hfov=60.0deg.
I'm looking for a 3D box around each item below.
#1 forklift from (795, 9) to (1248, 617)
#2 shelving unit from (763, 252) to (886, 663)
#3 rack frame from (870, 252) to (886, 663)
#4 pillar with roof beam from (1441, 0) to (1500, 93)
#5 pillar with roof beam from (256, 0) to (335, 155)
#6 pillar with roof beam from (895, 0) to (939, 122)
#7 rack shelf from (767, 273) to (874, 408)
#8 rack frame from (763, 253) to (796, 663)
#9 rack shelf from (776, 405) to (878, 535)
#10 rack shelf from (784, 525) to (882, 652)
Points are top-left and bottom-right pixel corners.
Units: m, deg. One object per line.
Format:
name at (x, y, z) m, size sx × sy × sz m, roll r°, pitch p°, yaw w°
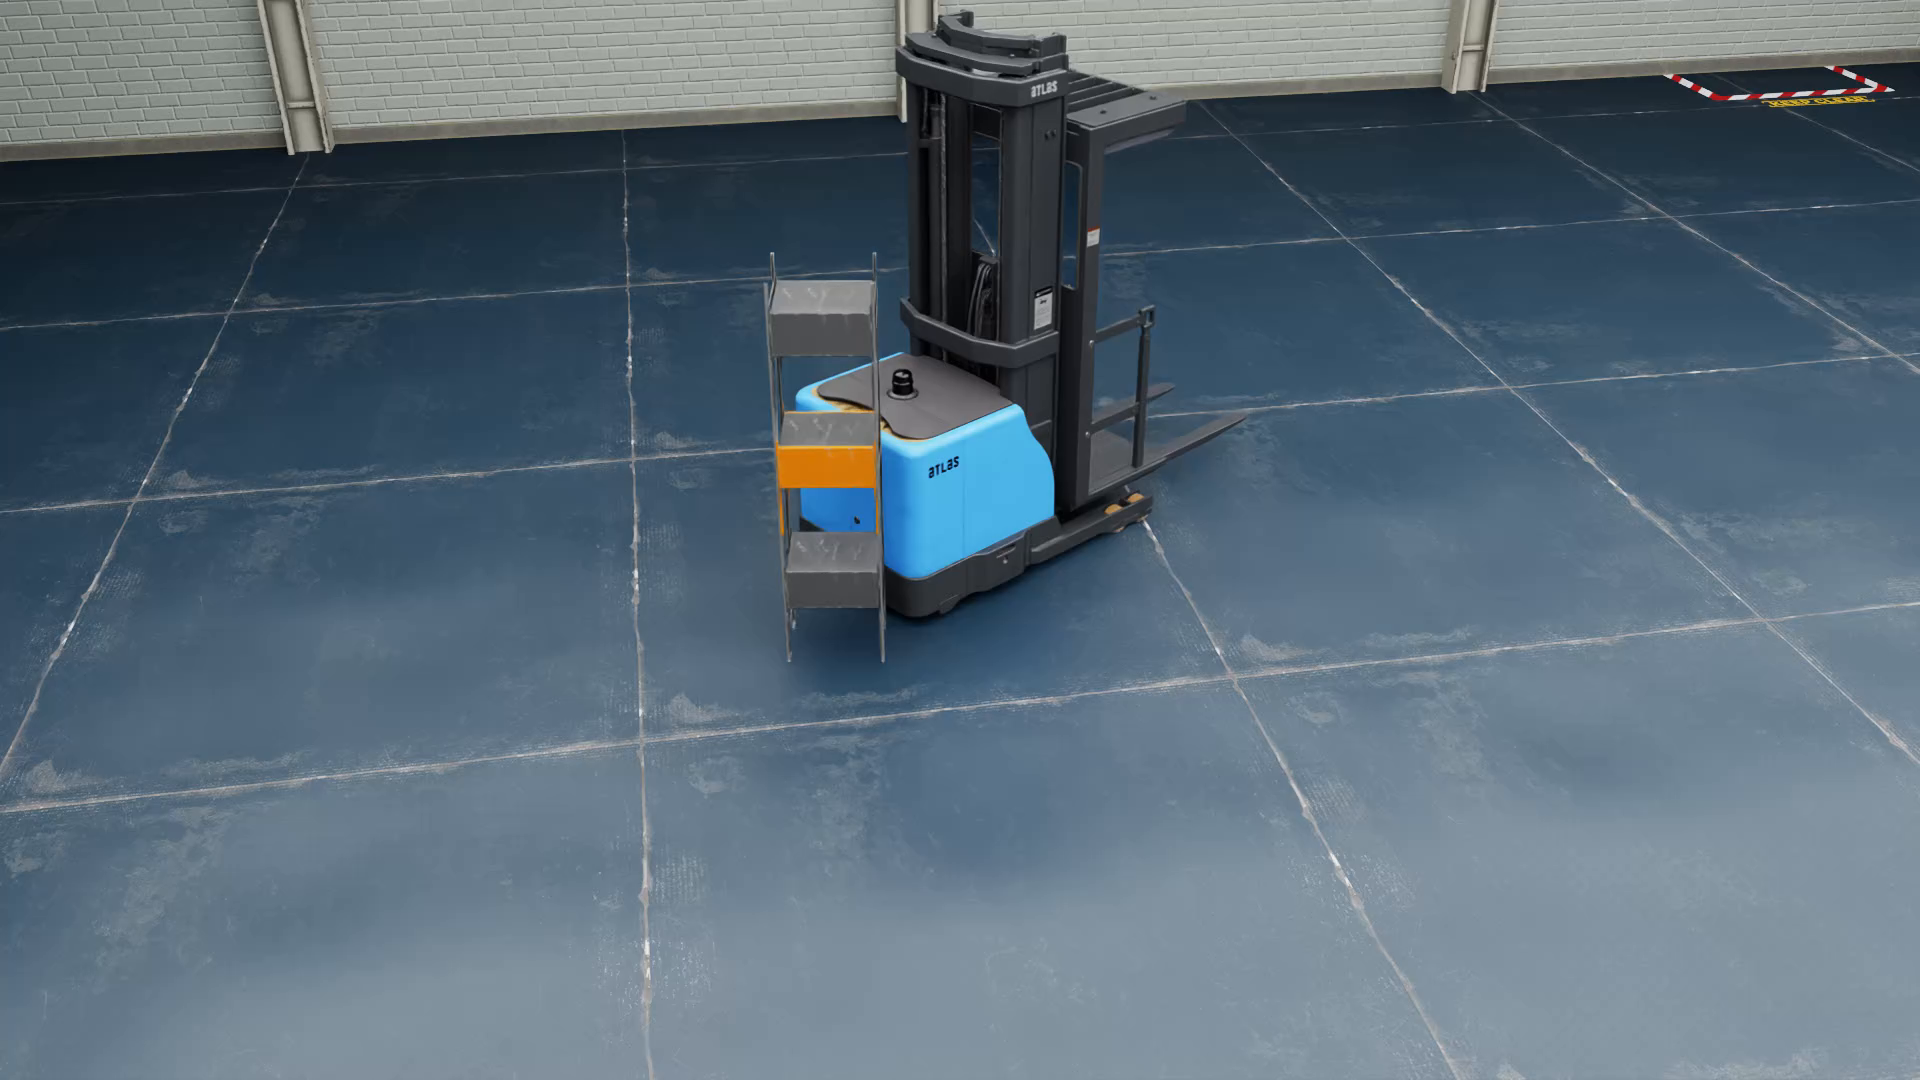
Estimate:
forklift at (0.514, -1.480, 9.375) m, size 3.031 × 2.935 × 1.130 m, roll -25°, pitch 39°, yaw -36°
shelving unit at (-0.649, -0.366, 8.301) m, size 0.503 × 2.100 × 0.431 m, roll 0°, pitch 30°, yaw -1°
rack frame at (-0.405, -0.367, 8.303) m, size 0.015 × 2.100 × 0.400 m, roll 0°, pitch 30°, yaw -1°
pillar with roof beam at (6.247, -6.649, 12.180) m, size 0.400 × 9.000 × 9.100 m, roll -5°, pitch 31°, yaw -9°
pillar with roof beam at (-5.557, -5.553, 10.316) m, size 0.400 × 9.000 × 9.100 m, roll -5°, pitch 31°, yaw -9°
pillar with roof beam at (0.345, -6.101, 11.248) m, size 0.400 × 9.000 × 9.100 m, roll -5°, pitch 31°, yaw -9°
rack shelf at (-0.649, -0.958, 7.953) m, size 0.480 × 0.518 × 0.431 m, roll 0°, pitch 30°, yaw -1°
rack frame at (-0.893, -0.364, 8.298) m, size 0.015 × 2.100 × 0.400 m, roll 0°, pitch 30°, yaw -1°
rack shelf at (-0.649, -0.354, 8.308) m, size 0.480 × 0.518 × 0.431 m, roll 0°, pitch 30°, yaw -1°
rack shelf at (-0.649, 0.249, 8.662) m, size 0.480 × 0.518 × 0.431 m, roll 0°, pitch 30°, yaw -1°
